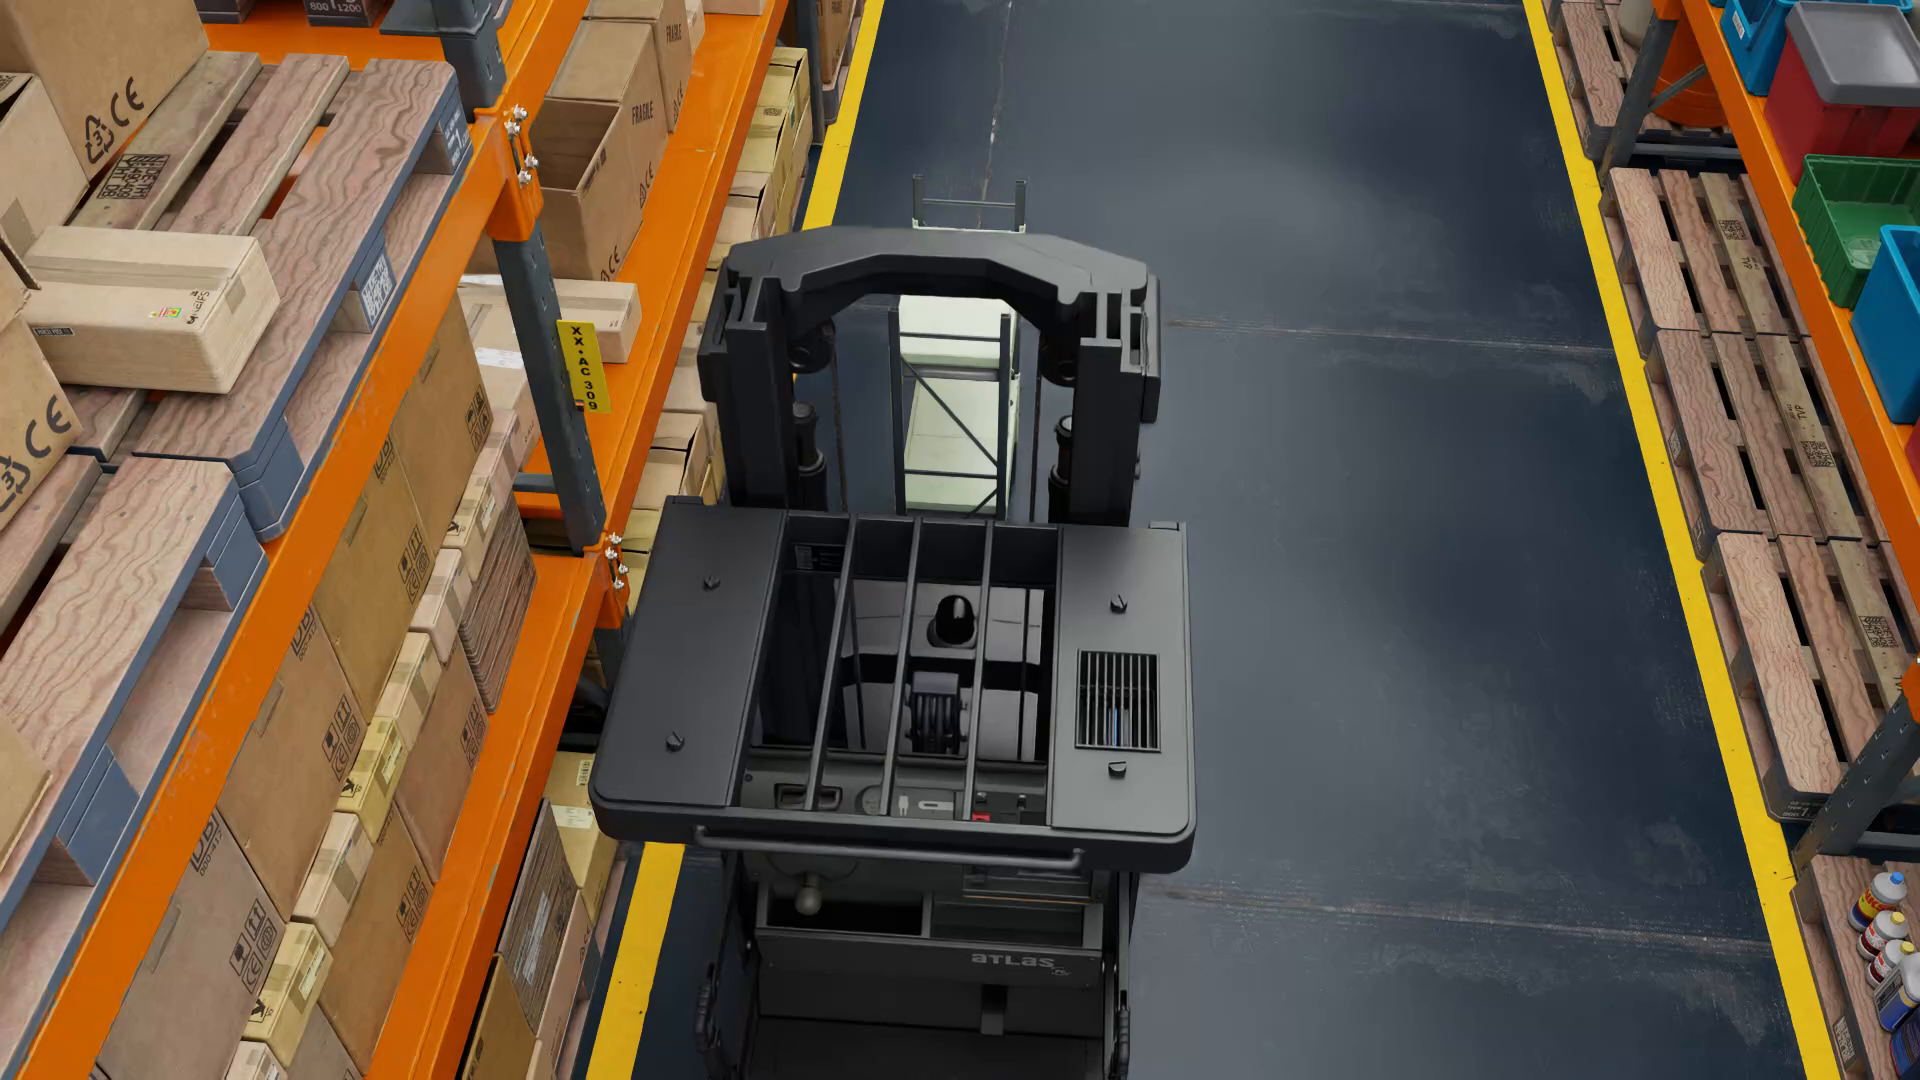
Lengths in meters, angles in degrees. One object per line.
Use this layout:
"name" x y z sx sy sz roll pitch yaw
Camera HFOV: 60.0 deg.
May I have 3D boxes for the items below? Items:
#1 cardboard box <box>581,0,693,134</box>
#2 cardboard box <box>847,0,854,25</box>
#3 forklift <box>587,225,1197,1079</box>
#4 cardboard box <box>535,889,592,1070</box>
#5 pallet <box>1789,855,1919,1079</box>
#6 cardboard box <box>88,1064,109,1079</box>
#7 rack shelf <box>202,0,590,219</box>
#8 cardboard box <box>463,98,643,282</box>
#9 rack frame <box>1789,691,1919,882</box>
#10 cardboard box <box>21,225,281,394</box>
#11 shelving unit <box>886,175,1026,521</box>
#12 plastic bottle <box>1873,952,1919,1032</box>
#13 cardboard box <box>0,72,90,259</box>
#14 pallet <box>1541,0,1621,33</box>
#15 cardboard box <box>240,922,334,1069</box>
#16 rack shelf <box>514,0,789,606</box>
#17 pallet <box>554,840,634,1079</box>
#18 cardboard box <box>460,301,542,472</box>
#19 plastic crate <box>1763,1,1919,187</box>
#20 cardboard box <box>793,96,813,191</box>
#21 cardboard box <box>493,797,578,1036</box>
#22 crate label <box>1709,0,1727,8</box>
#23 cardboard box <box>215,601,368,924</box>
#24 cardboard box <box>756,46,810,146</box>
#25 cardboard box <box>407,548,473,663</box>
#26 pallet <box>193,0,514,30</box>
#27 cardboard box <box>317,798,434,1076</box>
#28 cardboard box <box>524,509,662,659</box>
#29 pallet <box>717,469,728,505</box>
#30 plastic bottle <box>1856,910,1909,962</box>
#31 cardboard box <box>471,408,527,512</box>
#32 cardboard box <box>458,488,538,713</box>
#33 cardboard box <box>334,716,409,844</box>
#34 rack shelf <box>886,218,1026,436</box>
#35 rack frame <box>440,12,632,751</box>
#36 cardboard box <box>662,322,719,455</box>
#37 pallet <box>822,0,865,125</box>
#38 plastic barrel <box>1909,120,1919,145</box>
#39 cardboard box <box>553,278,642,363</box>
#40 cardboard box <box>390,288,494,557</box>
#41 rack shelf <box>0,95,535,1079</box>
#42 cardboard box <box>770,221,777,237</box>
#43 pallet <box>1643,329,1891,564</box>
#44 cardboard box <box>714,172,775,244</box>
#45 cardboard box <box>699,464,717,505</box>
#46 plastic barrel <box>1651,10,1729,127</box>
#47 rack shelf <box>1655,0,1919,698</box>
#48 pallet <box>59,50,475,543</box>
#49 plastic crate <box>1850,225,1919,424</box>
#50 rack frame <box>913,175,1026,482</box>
"cardboard box" -1.341 -1.922 6.408 0.500 0.500 0.500 2 48 1
"cardboard box" -0.836 -3.128 8.974 0.500 0.500 0.500 2 48 2
"forklift" -0.095 0.853 3.984 1.130 2.935 3.031 3 48 3
"cardboard box" -1.448 1.325 5.084 0.500 0.250 0.500 4 48 4
"pallet" 3.261 1.584 5.158 1.003 0.211 1.213 4 48 4
"cardboard box" -1.785 1.146 2.722 0.700 0.500 0.500 4 48 4
"rack shelf" -1.386 -2.423 5.388 1.077 0.370 4.000 4 48 4
"cardboard box" -1.434 -1.168 5.717 0.500 0.500 0.500 7 48 6
"rack frame" 3.364 0.152 4.578 1.000 3.000 0.127 4 48 4
"cardboard box" -1.406 -0.395 2.837 0.380 0.149 0.250 4 48 4
"shelving unit" -0.001 -0.501 6.192 0.431 1.500 0.755 4 48 4
"plastic bottle" 2.896 1.367 5.014 0.152 0.276 0.135 5 48 5
"cardboard box" -1.926 -0.606 2.919 0.500 0.311 0.500 2 48 1
"pallet" 3.873 -3.322 9.645 1.003 0.211 1.213 4 48 4
"cardboard box" -1.518 0.906 3.381 0.380 0.149 0.250 5 48 5
"rack shelf" -1.386 -1.410 6.495 1.077 0.370 4.000 4 48 4
"pallet" -1.683 1.339 5.382 1.003 0.211 1.213 4 48 4
"cardboard box" -1.567 -0.498 5.274 0.500 0.250 0.500 7 48 6
"plastic crate" 3.277 -1.642 6.175 0.402 0.464 0.583 4 48 4
"cardboard box" -1.009 -1.934 8.064 0.500 0.250 0.500 5 48 4
"cardboard box" -1.450 1.072 4.808 0.500 0.500 0.500 4 48 4
"crate label" 3.317 -2.446 7.068 0.303 0.233 0.416 4 48 4
"cardboard box" -1.694 0.411 3.395 0.700 0.500 0.500 4 48 4
"cardboard box" -1.006 -2.124 7.859 0.500 0.311 0.500 5 48 5
"cardboard box" -1.426 0.152 4.071 0.380 0.149 0.250 3 48 2
"pallet" -1.501 -1.780 4.442 0.805 0.209 1.217 2 48 2
"cardboard box" -1.694 0.866 3.858 0.700 0.500 0.500 5 48 4
"cardboard box" -1.283 0.127 5.800 0.500 0.311 0.500 4 48 4
"pallet" -1.432 -0.685 7.234 1.003 0.211 1.213 4 48 4
"plastic bottle" 2.889 1.228 5.193 0.097 0.201 0.097 0 48 0
"cardboard box" -1.380 -0.222 4.413 0.380 0.149 0.250 4 48 3
"cardboard box" -1.603 0.109 4.550 0.700 0.500 0.500 3 48 3
"cardboard box" -1.474 0.526 3.729 0.380 0.149 0.250 4 48 3
"rack shelf" -0.001 -0.765 5.904 0.431 0.370 0.720 4 48 4
"rack frame" -1.568 -0.184 4.885 1.000 3.000 0.127 4 48 4
"cardboard box" -1.186 -0.621 6.484 0.500 0.311 0.500 2 48 2
"pallet" -1.098 -2.728 9.102 1.003 0.211 1.213 4 48 4
"plastic barrel" 3.809 -1.745 6.237 0.421 0.512 0.421 0 48 0
"cardboard box" -1.284 -0.736 5.561 0.380 0.149 0.250 4 48 4
"cardboard box" -1.603 -0.329 4.071 0.700 0.500 0.500 4 48 4
"rack shelf" -1.751 0.517 2.699 1.077 0.370 4.000 4 48 4
"cardboard box" -1.101 -1.185 7.380 0.500 0.250 0.500 5 48 4
"pallet" 3.505 -0.385 6.959 1.003 0.211 1.213 4 48 4
"cardboard box" -1.096 -1.371 7.170 0.500 0.311 0.500 4 48 3
"cardboard box" -1.237 -0.053 6.344 0.500 0.250 0.500 5 48 5
"plastic barrel" 3.756 -2.557 8.242 0.600 0.830 0.708 4 48 4
"rack shelf" 3.546 -1.075 6.188 1.077 0.370 4.000 4 48 4
"pallet" -1.620 -0.537 3.236 1.003 0.211 1.213 4 48 4
"plastic crate" 3.155 -0.674 5.344 0.392 0.384 0.575 4 48 4
"rack frame" 0.033 -0.770 6.438 0.400 1.500 0.023 4 48 4
